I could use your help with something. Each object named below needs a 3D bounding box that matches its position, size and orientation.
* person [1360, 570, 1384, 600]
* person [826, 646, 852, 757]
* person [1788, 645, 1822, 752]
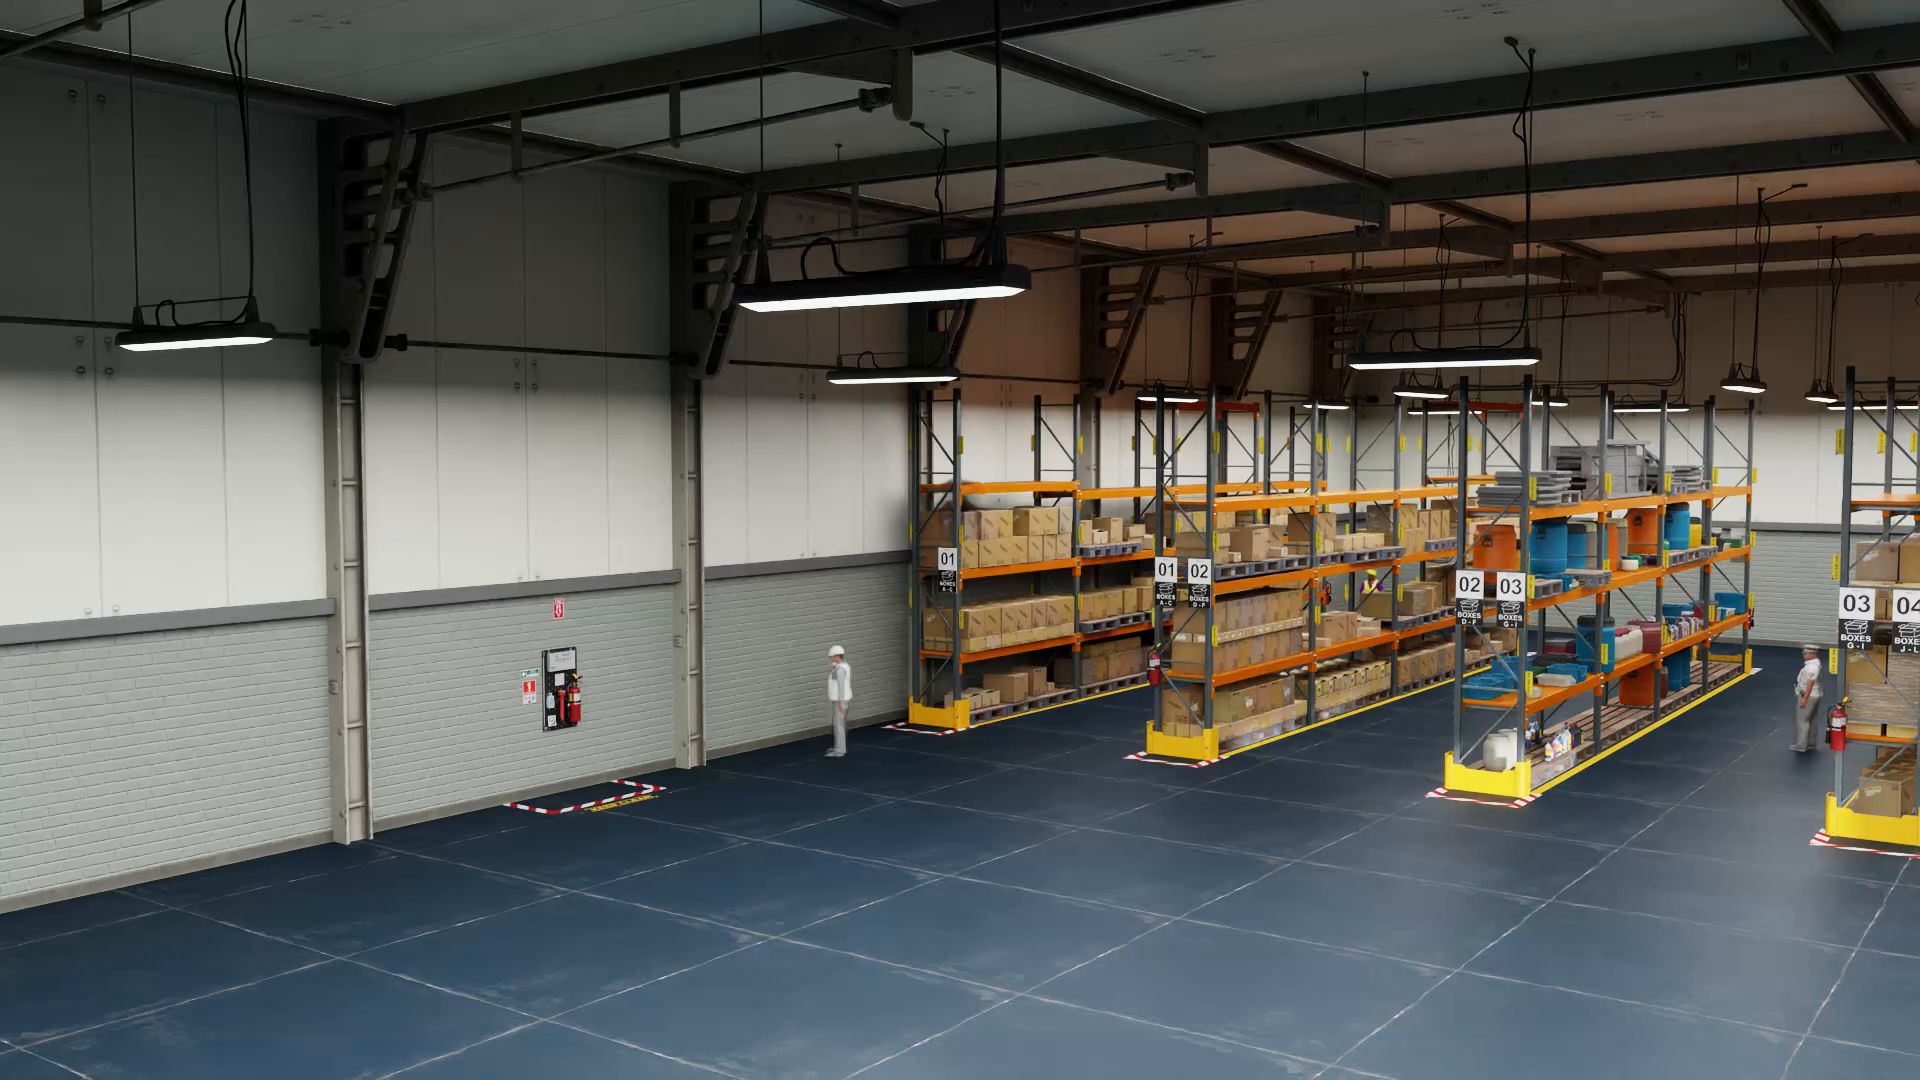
[{"bbox_3d":[10.754,1.660,43.294,0.645,1.779,0.766,0,3,5],"label":"person"},{"bbox_3d":[-1.974,2.586,26.824,0.438,1.770,0.605,0,3,7],"label":"person"},{"bbox_3d":[13.835,2.583,27.195,0.456,1.754,0.592,3,4,41],"label":"person"}]
